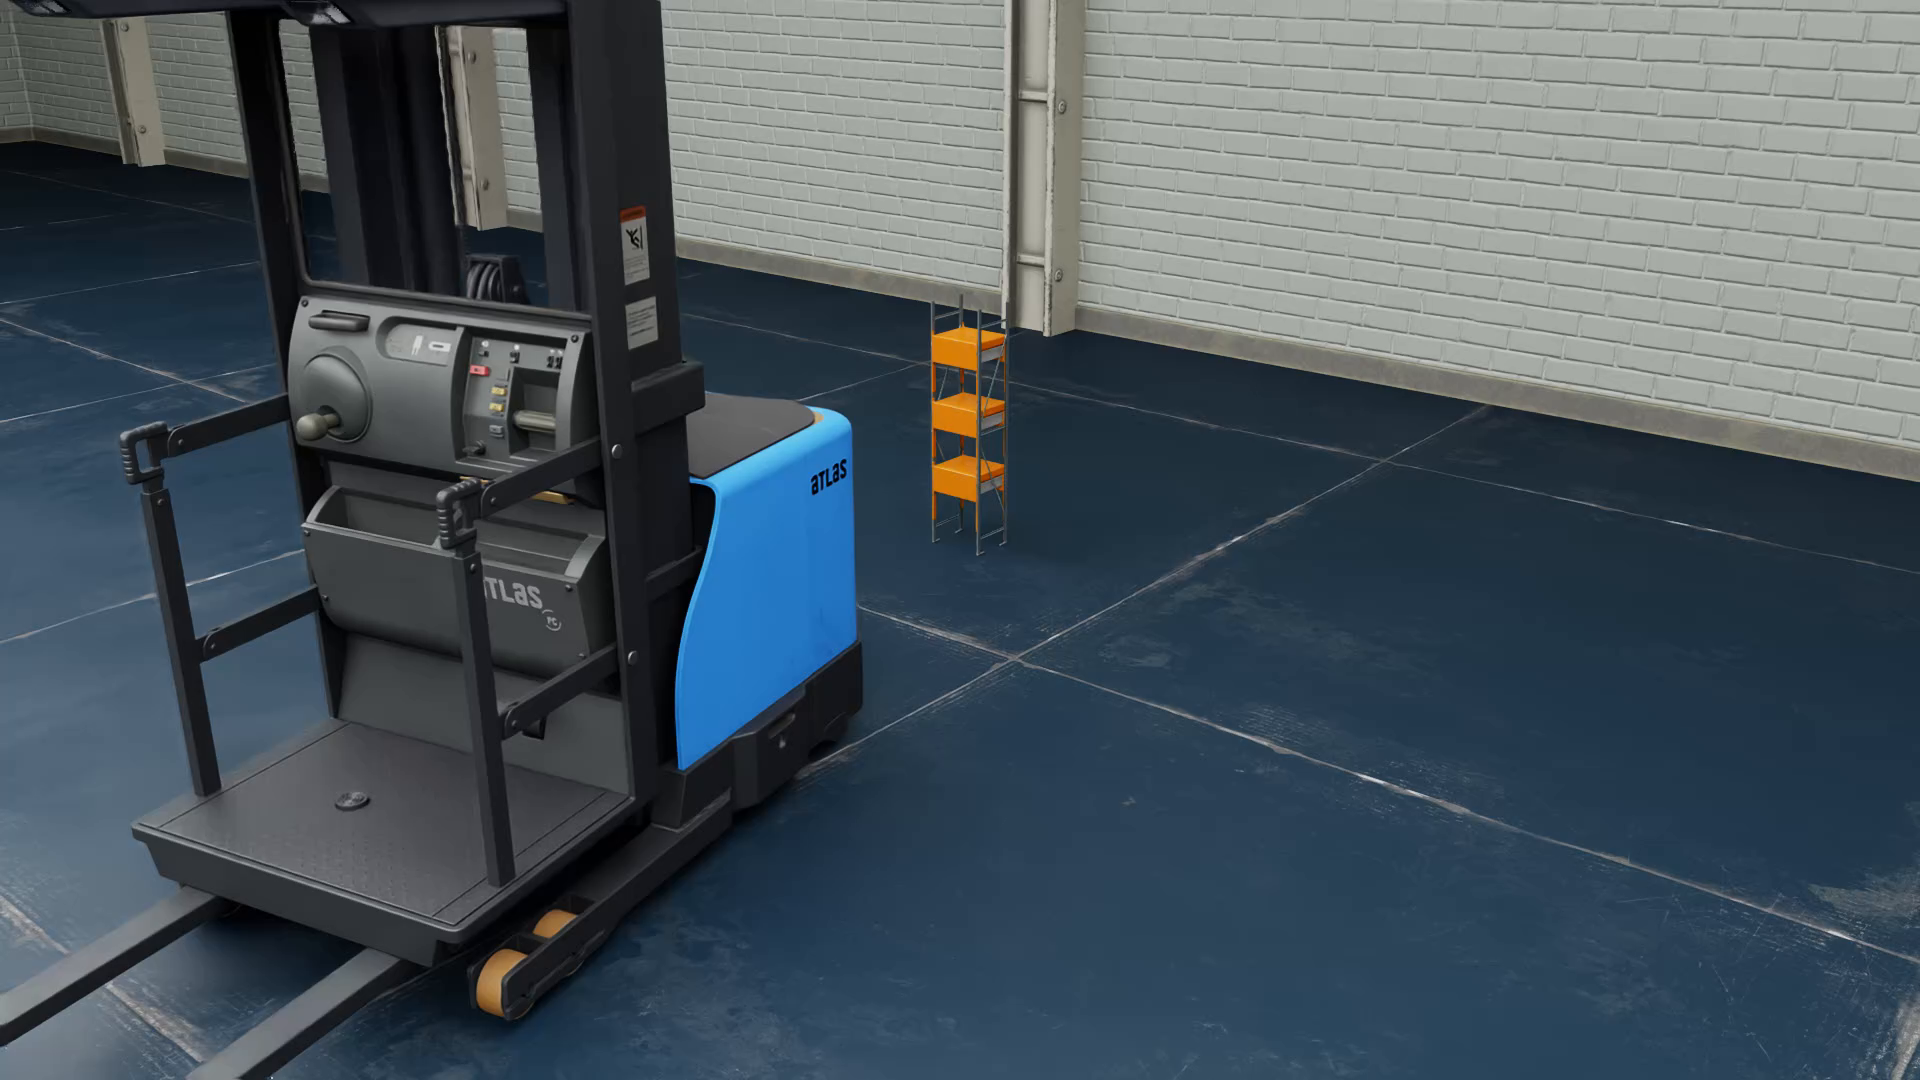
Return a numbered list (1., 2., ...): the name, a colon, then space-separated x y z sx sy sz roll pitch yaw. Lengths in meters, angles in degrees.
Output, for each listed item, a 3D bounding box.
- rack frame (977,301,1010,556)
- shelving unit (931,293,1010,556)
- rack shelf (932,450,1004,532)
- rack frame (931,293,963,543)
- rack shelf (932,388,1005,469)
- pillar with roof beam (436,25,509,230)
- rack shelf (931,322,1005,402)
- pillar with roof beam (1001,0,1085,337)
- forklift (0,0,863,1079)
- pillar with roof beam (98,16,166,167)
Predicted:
1. rack frame: 0.136 -0.452 6.879 0.008 1.050 0.200 16 26 36
2. shelving unit: 0.041 -0.479 6.951 0.252 1.050 0.215 16 26 36
3. rack shelf: 0.041 -0.209 7.053 0.240 0.259 0.215 16 26 36
4. rack frame: -0.053 -0.507 7.023 0.008 1.050 0.200 16 26 36
5. rack shelf: 0.041 -0.469 6.955 0.240 0.259 0.215 16 26 36
6. pillar with roof beam: -6.854 -5.755 9.675 0.400 9.000 9.100 16 26 36
7. rack shelf: 0.041 -0.735 6.855 0.240 0.259 0.215 16 26 36
8. pillar with roof beam: -2.206 -4.416 6.126 0.400 9.000 9.100 16 26 36
9. forklift: -1.423 -0.378 4.016 1.130 2.935 3.031 10 23 24
10. pillar with roof beam: -11.503 -7.093 13.225 0.400 9.000 9.100 16 26 36
